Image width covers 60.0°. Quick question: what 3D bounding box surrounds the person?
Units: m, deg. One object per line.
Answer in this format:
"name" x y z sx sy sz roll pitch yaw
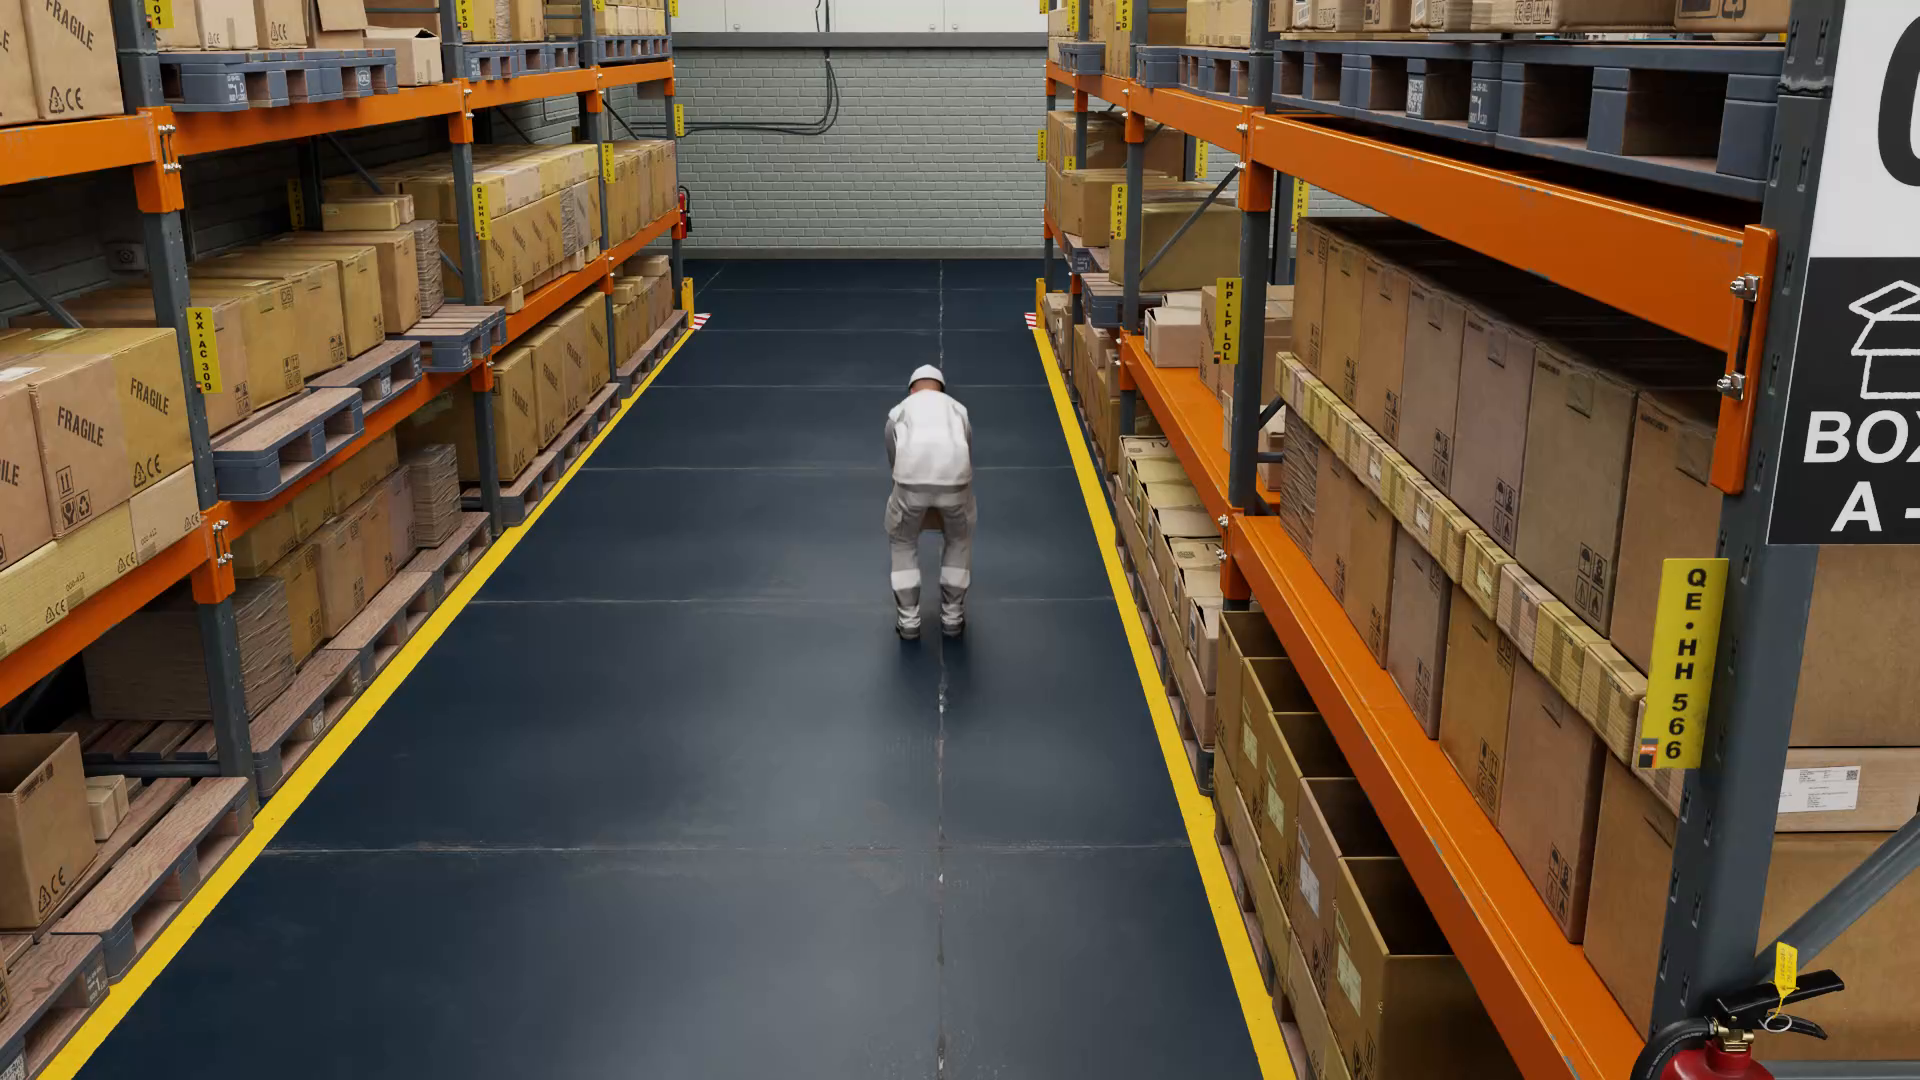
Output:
"person" -0.161 -0.211 8.933 0.492 1.354 0.899 -1 17 -3
